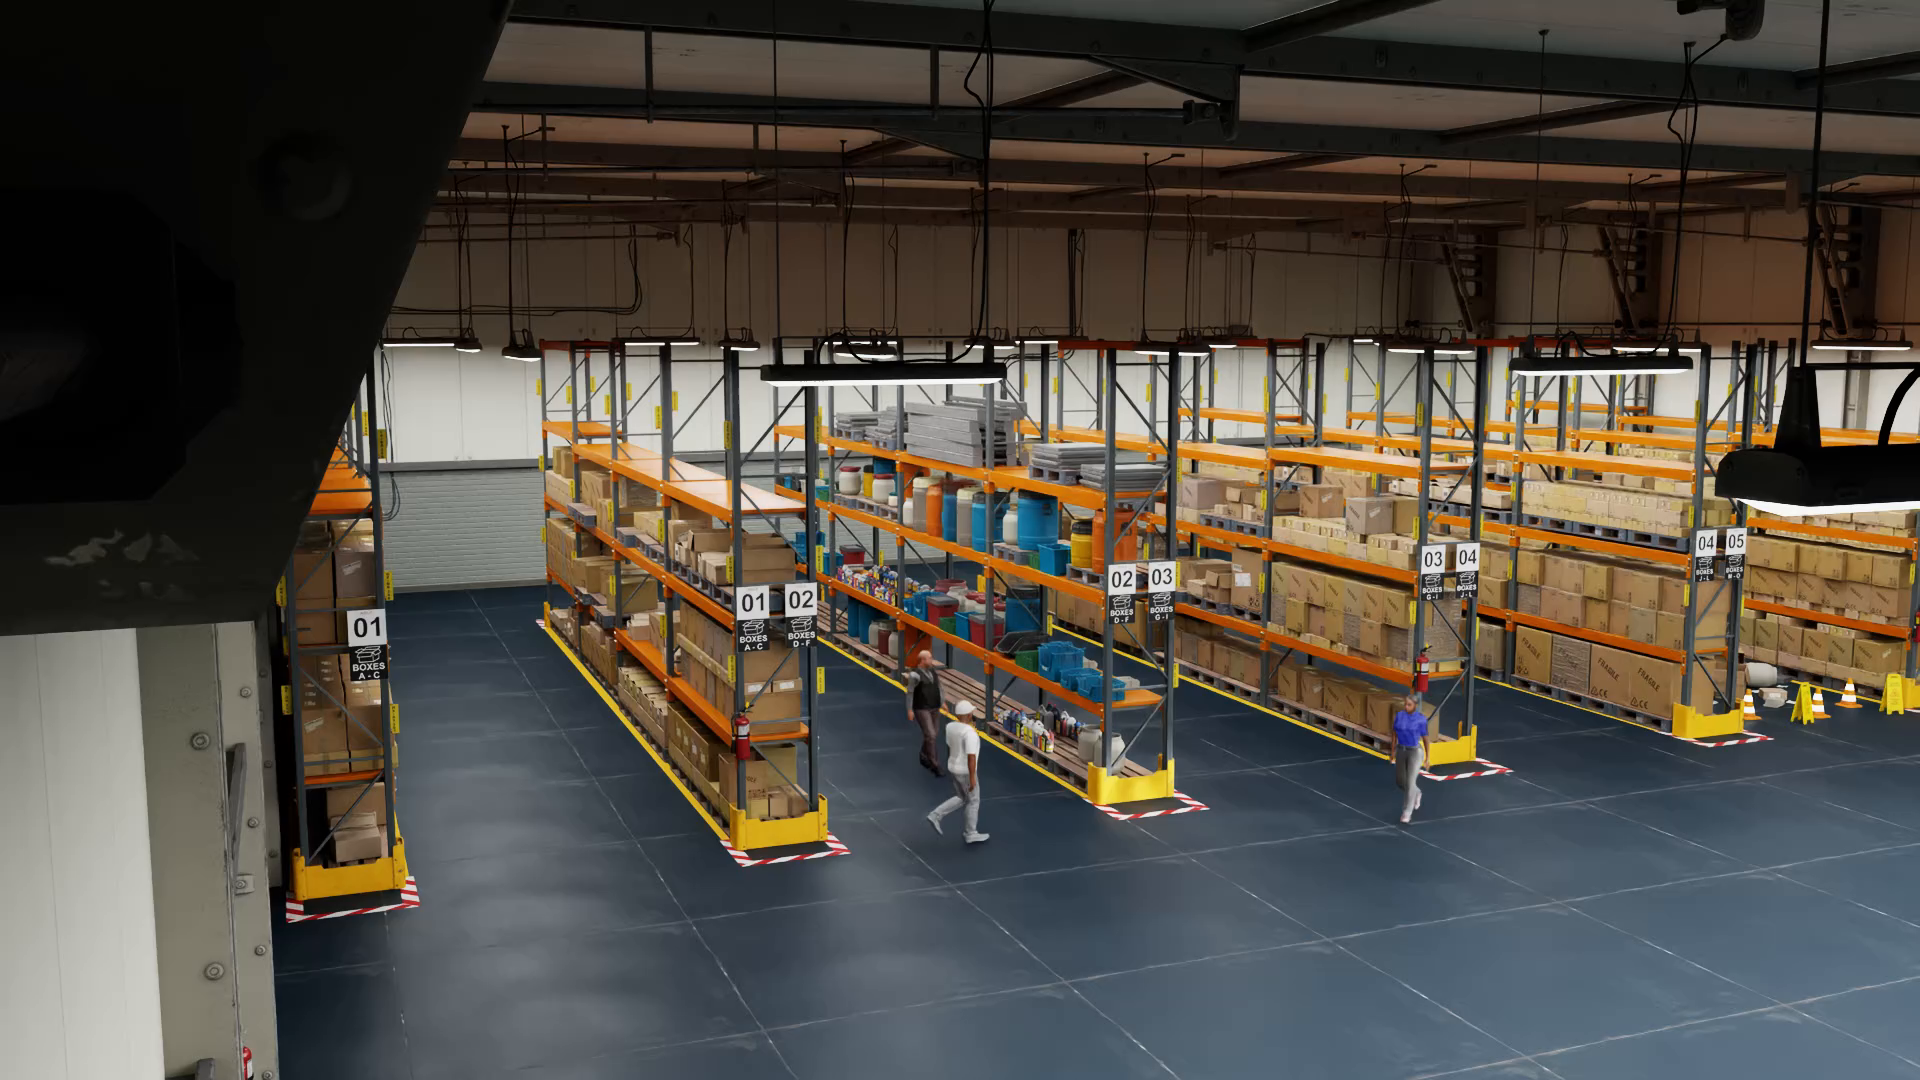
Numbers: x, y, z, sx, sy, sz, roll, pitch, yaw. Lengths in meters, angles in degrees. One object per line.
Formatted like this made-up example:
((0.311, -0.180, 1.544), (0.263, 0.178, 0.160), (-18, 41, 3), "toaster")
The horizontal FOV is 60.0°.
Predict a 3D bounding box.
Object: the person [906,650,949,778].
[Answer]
((-0.375, 2.446, 23.573), (0.768, 1.723, 0.570), (7, 10, 44), "person")

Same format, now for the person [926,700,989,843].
((-0.009, 2.825, 20.265), (0.741, 1.753, 0.560), (-3, 8, -21), "person")

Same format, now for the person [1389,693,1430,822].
((5.804, 2.754, 21.357), (0.525, 1.628, 0.805), (7, 10, 44), "person")
